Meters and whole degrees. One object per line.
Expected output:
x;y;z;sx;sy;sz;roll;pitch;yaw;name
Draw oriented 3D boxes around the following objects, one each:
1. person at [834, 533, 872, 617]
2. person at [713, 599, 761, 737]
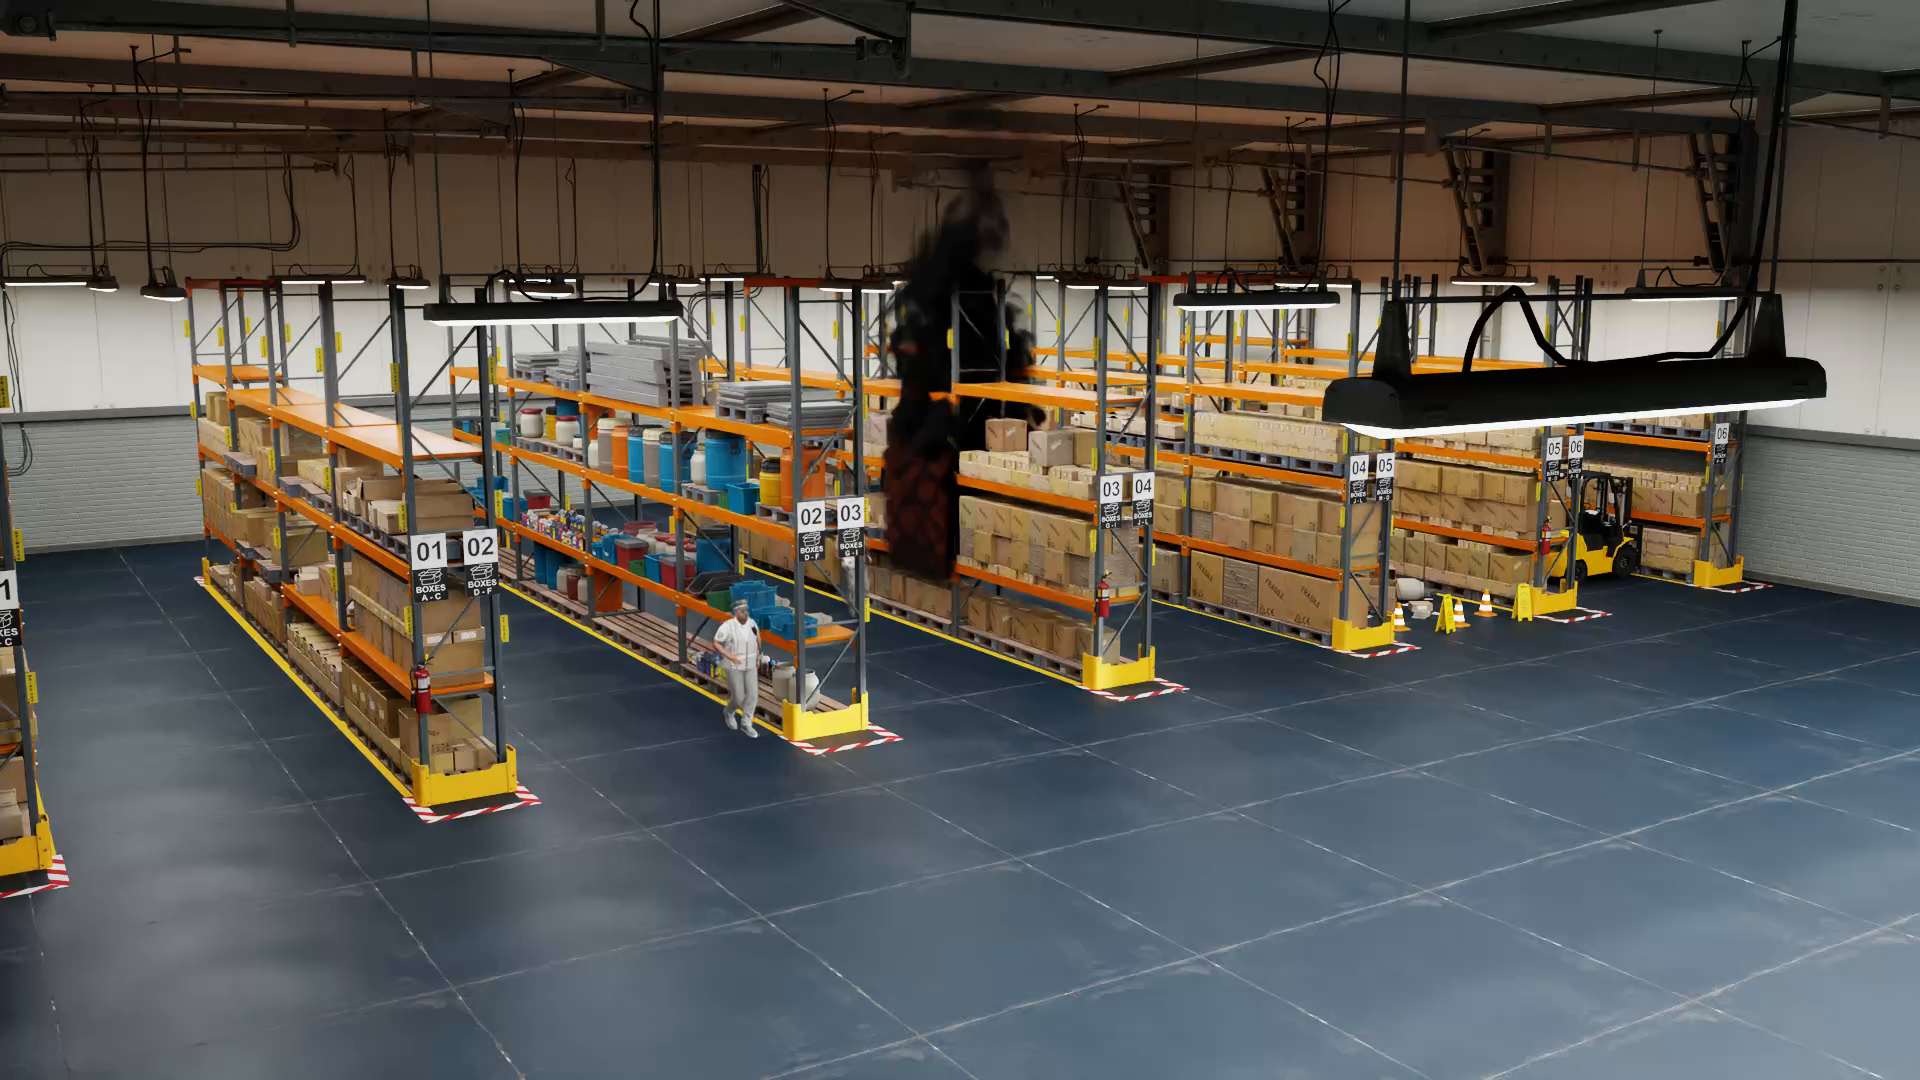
-1.787;0.464;28.257;0.655;1.749;0.497;-7;12;-36;person
-2.829;1.620;21.454;0.703;1.779;0.664;-7;12;-34;person
